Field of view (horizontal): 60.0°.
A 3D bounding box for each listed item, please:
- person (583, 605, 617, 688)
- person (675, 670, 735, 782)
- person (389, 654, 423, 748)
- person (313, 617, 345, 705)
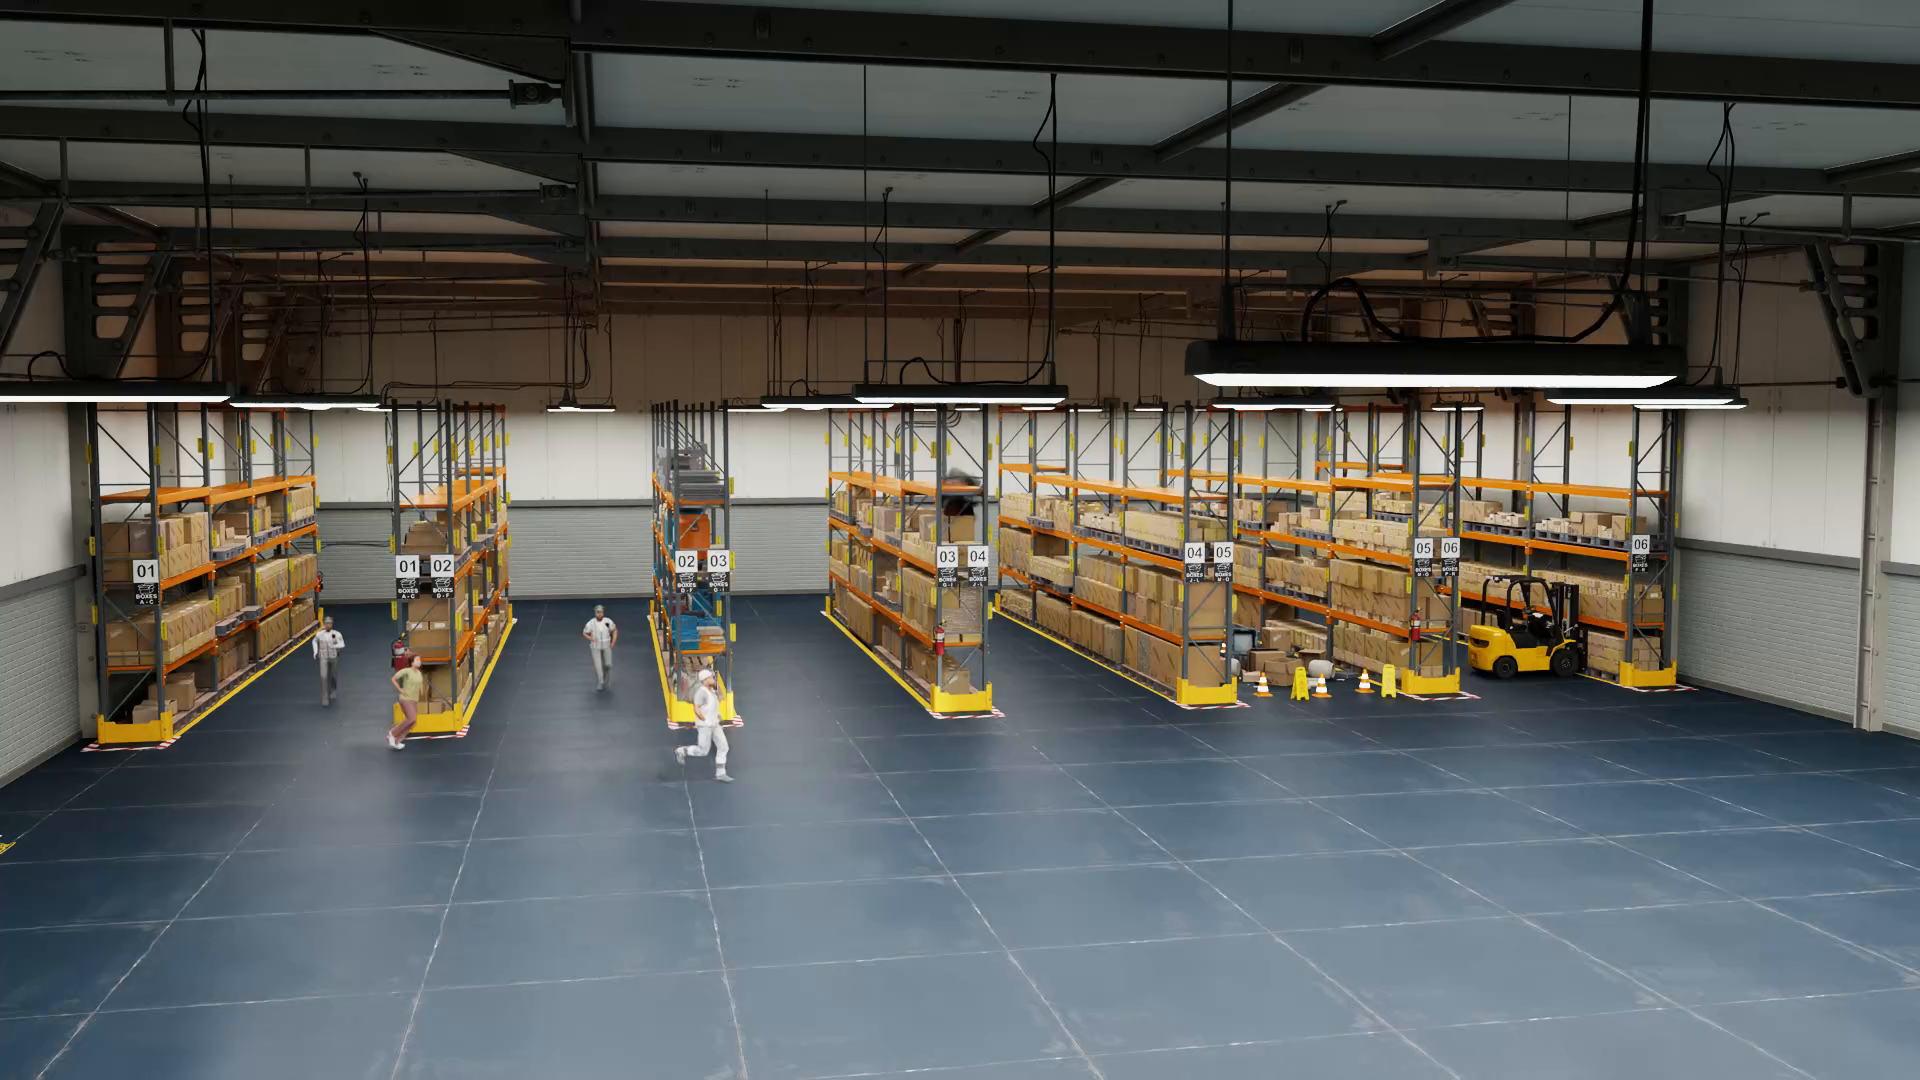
[{"bbox_3d":[-7.495,2.232,34.729,0.728,1.739,0.543,-2,5,-20],"label":"person"},{"bbox_3d":[-3.967,2.905,26.055,0.900,1.752,0.645,1,5,19],"label":"person"},{"bbox_3d":[-9.475,2.766,28.626,0.517,1.573,0.643,2,5,22],"label":"person"},{"bbox_3d":[-12.526,2.365,33.006,0.599,1.708,0.870,-2,5,-19],"label":"person"}]
